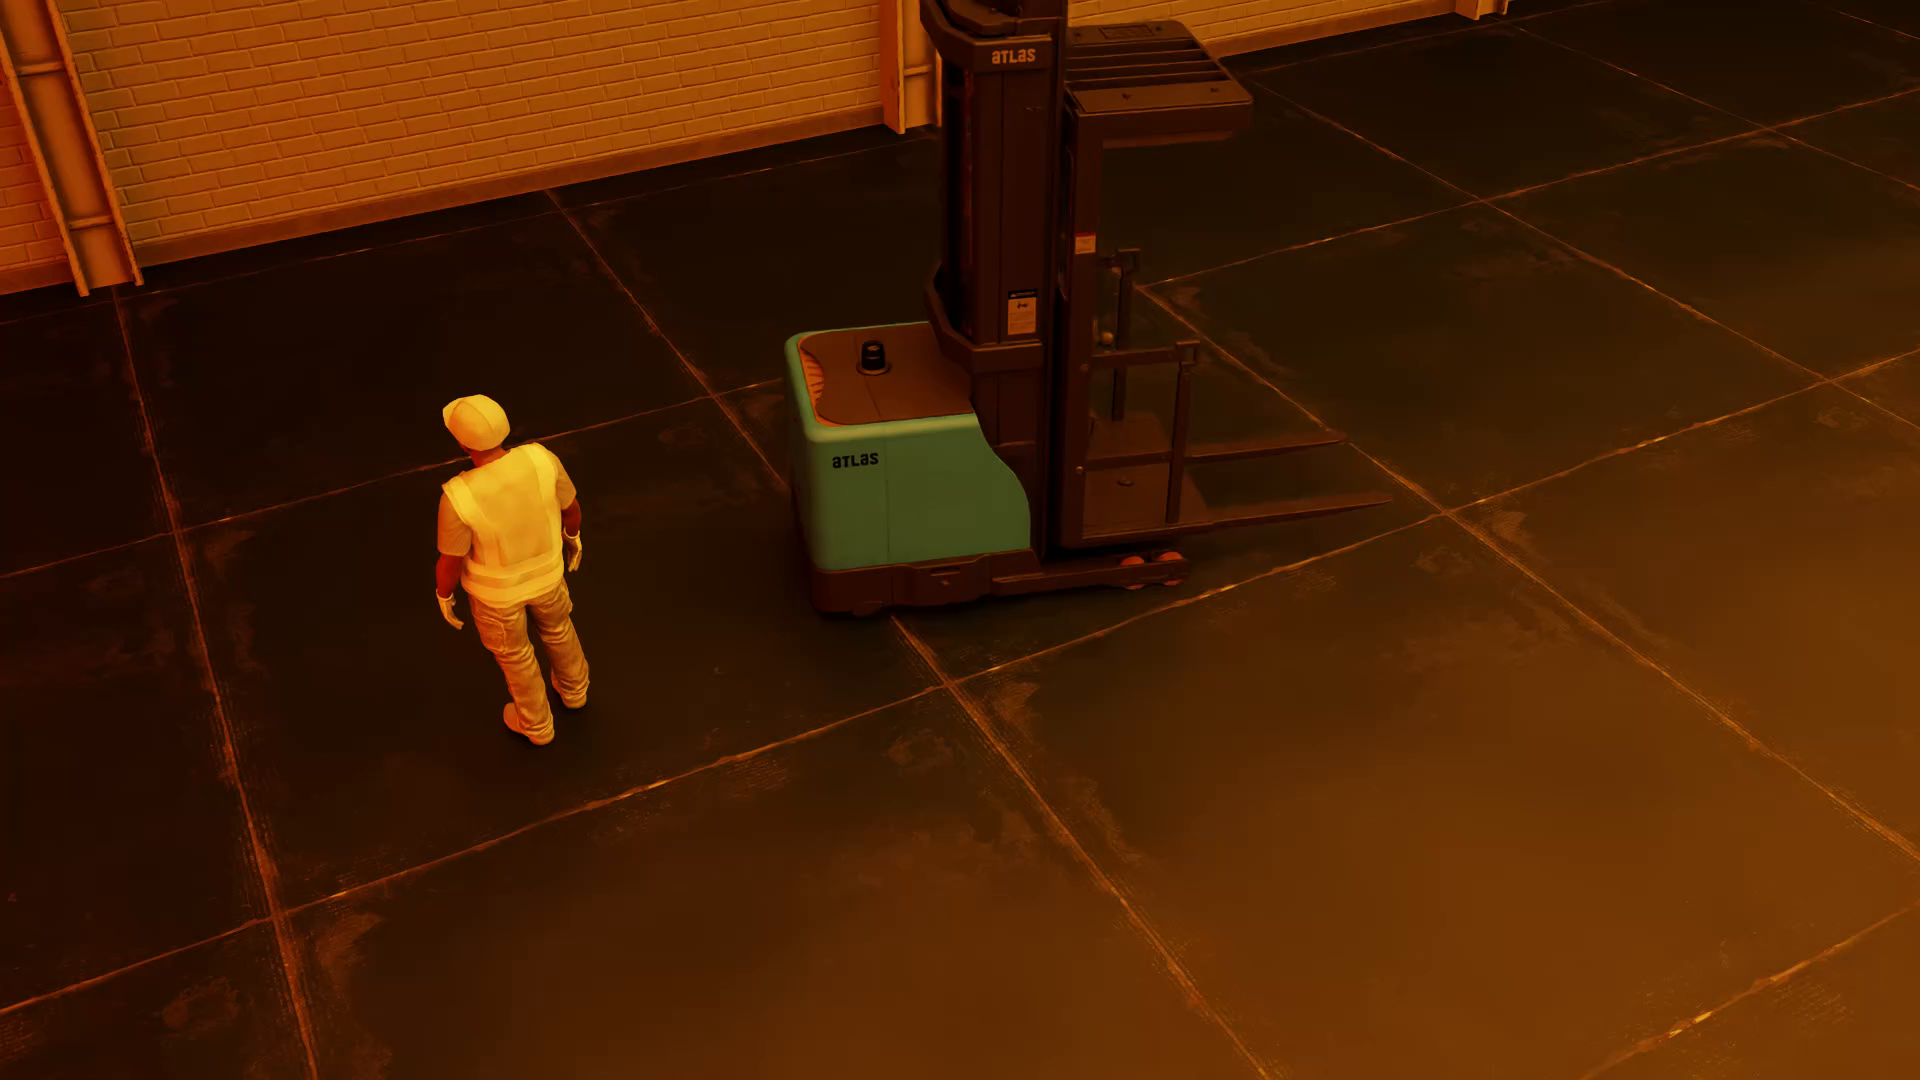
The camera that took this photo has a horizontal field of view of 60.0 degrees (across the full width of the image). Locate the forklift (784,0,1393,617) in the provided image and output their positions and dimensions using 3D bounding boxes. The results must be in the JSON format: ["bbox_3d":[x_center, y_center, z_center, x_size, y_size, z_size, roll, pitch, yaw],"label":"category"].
[{"bbox_3d":[0.685,-1.242,7.879,3.031,2.935,1.130,-7,36,-9],"label":"forklift"}]

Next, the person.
[{"bbox_3d":[-1.897,0.110,6.949,0.656,1.781,0.579,-26,43,-31],"label":"person"}]
